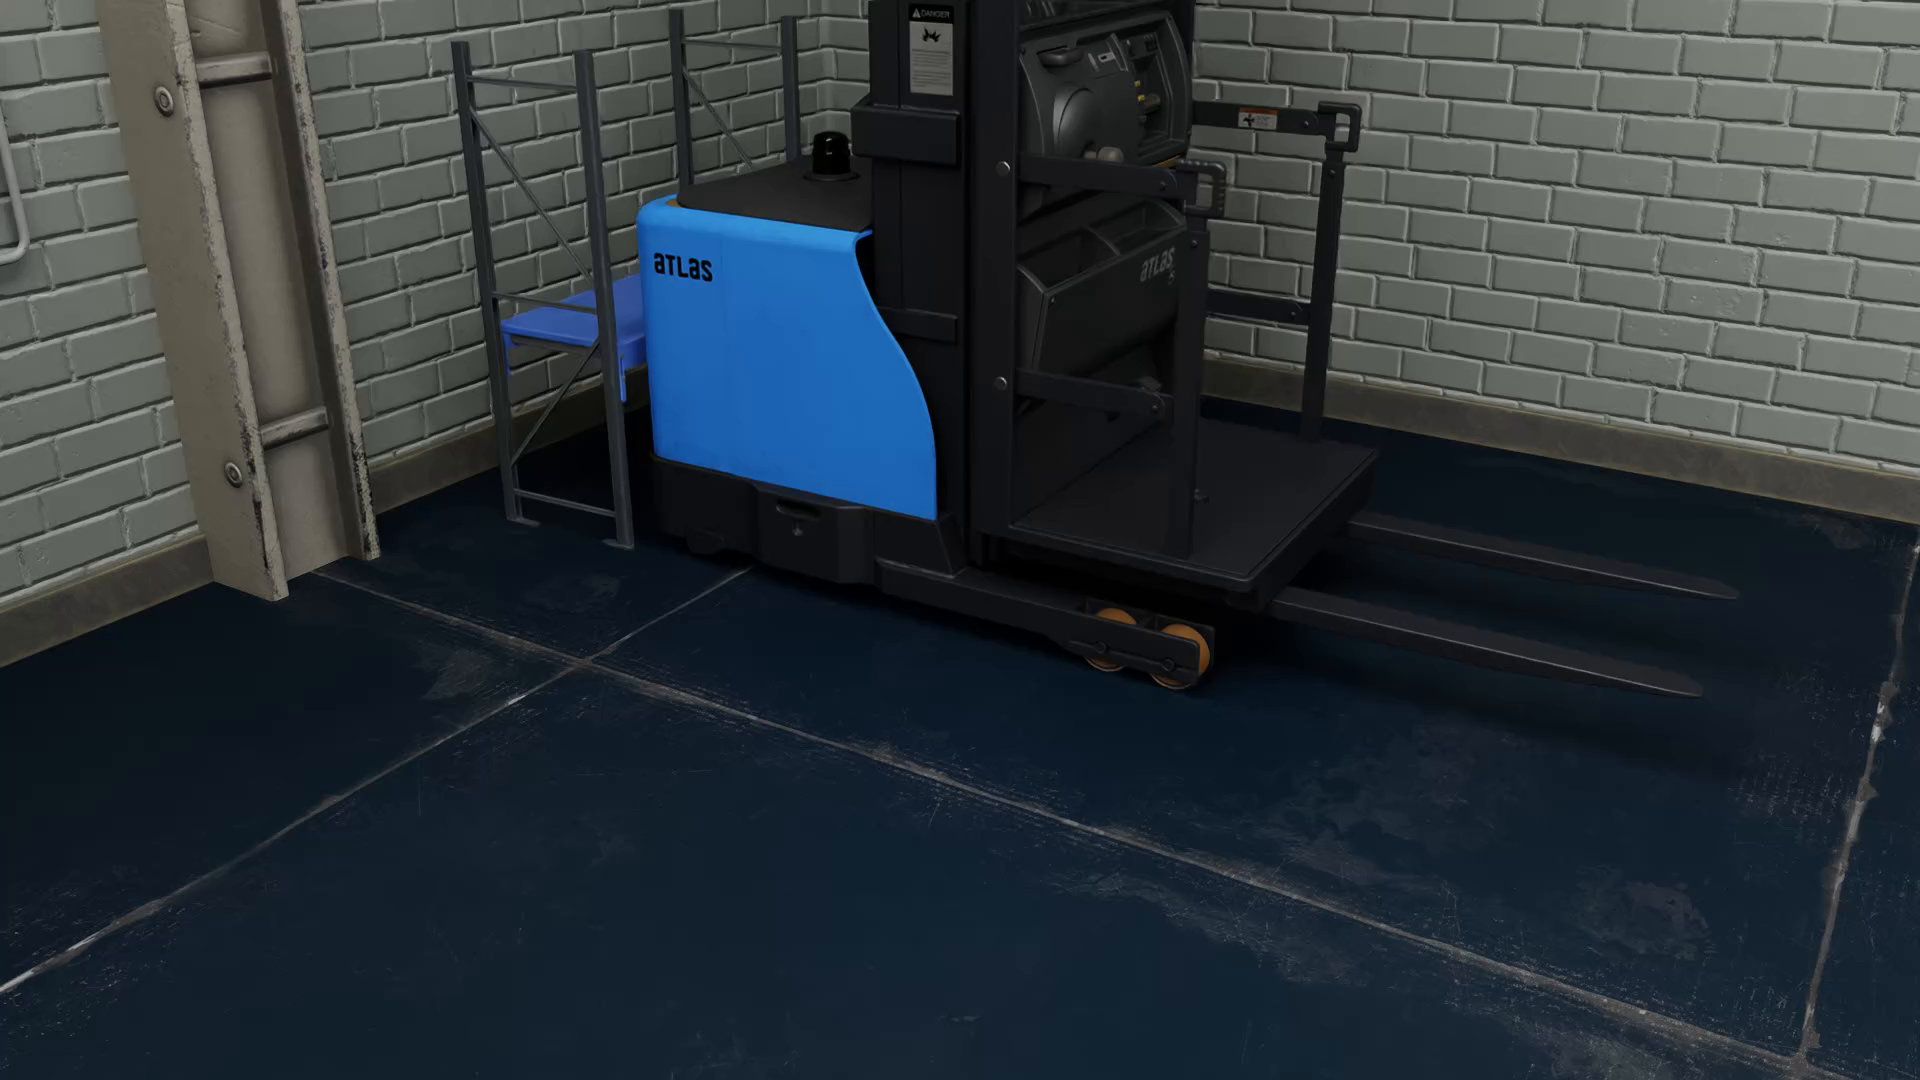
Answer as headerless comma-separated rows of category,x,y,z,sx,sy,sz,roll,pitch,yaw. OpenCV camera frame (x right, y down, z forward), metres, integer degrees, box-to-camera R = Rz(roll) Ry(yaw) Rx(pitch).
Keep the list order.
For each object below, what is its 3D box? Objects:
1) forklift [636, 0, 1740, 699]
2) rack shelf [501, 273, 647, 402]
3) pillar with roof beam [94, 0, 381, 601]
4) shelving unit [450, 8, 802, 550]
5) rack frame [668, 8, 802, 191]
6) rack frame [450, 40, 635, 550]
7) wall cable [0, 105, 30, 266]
forklift,0.579,-1.196,4.322,3.031,2.935,1.130,13,27,28
rack shelf,-1.002,-0.721,5.480,0.538,0.185,1.000,12,26,26
pillar with roof beam,1.636,-3.147,1.193,9.100,9.000,0.400,14,27,29
shelving unit,-1.002,-0.886,5.409,0.538,1.500,1.048,12,26,26
rack frame,-0.761,-1.064,5.819,0.500,1.500,0.032,12,26,26
rack frame,-1.244,-0.708,4.998,0.500,1.500,0.032,12,26,26
wall cable,-2.839,-1.301,3.200,0.084,1.984,1.851,14,27,29
